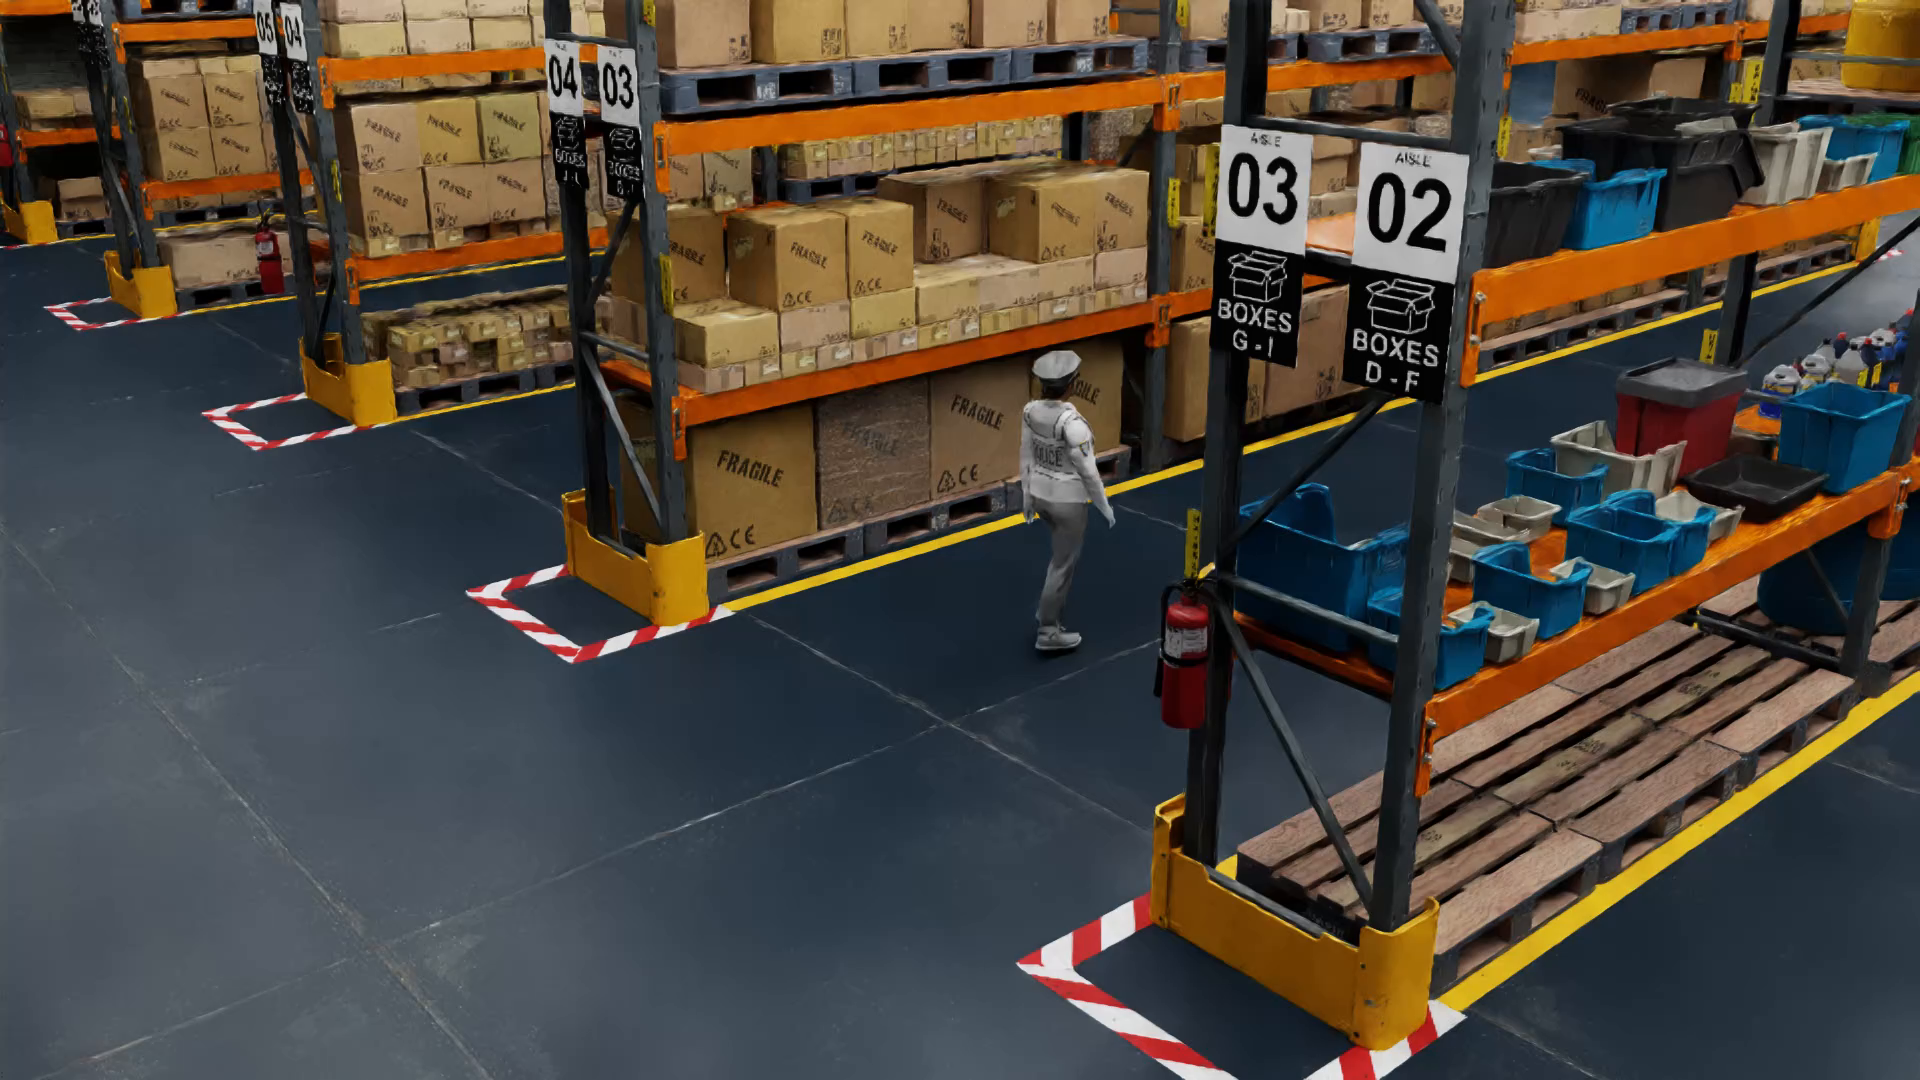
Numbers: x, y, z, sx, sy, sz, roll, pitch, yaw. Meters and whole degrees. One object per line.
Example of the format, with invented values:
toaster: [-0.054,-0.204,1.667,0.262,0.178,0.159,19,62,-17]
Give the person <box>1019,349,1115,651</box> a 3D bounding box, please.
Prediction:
person: [0.578,-0.194,9.032,0.449,1.726,0.501,-13,25,-30]
